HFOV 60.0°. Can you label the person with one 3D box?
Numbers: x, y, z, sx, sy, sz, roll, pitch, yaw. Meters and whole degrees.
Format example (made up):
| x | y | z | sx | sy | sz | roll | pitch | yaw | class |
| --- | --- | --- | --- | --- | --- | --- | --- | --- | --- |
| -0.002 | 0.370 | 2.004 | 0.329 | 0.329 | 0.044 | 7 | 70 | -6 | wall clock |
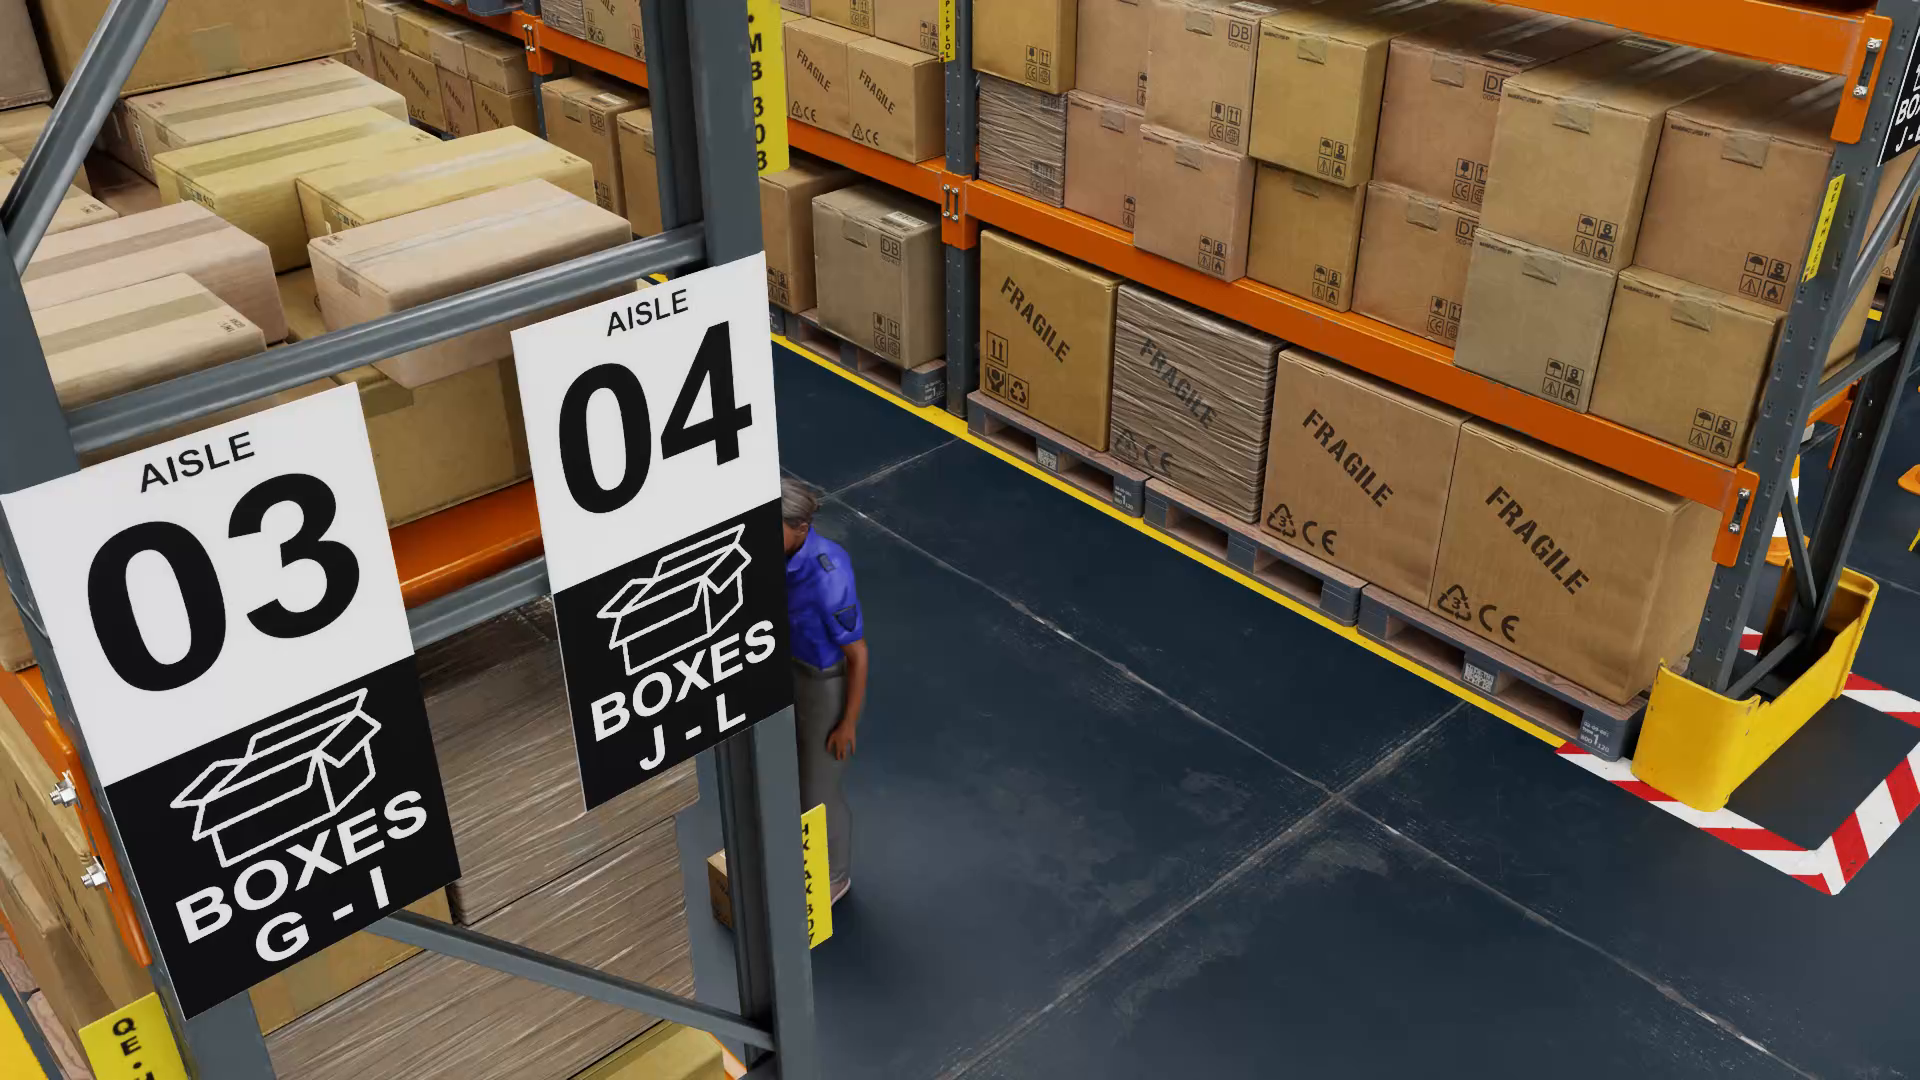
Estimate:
| x | y | z | sx | sy | sz | roll | pitch | yaw | class |
| --- | --- | --- | --- | --- | --- | --- | --- | --- | --- |
| -0.496 | 0.467 | 5.339 | 0.350 | 1.572 | 0.503 | -28 | 41 | -37 | person |
